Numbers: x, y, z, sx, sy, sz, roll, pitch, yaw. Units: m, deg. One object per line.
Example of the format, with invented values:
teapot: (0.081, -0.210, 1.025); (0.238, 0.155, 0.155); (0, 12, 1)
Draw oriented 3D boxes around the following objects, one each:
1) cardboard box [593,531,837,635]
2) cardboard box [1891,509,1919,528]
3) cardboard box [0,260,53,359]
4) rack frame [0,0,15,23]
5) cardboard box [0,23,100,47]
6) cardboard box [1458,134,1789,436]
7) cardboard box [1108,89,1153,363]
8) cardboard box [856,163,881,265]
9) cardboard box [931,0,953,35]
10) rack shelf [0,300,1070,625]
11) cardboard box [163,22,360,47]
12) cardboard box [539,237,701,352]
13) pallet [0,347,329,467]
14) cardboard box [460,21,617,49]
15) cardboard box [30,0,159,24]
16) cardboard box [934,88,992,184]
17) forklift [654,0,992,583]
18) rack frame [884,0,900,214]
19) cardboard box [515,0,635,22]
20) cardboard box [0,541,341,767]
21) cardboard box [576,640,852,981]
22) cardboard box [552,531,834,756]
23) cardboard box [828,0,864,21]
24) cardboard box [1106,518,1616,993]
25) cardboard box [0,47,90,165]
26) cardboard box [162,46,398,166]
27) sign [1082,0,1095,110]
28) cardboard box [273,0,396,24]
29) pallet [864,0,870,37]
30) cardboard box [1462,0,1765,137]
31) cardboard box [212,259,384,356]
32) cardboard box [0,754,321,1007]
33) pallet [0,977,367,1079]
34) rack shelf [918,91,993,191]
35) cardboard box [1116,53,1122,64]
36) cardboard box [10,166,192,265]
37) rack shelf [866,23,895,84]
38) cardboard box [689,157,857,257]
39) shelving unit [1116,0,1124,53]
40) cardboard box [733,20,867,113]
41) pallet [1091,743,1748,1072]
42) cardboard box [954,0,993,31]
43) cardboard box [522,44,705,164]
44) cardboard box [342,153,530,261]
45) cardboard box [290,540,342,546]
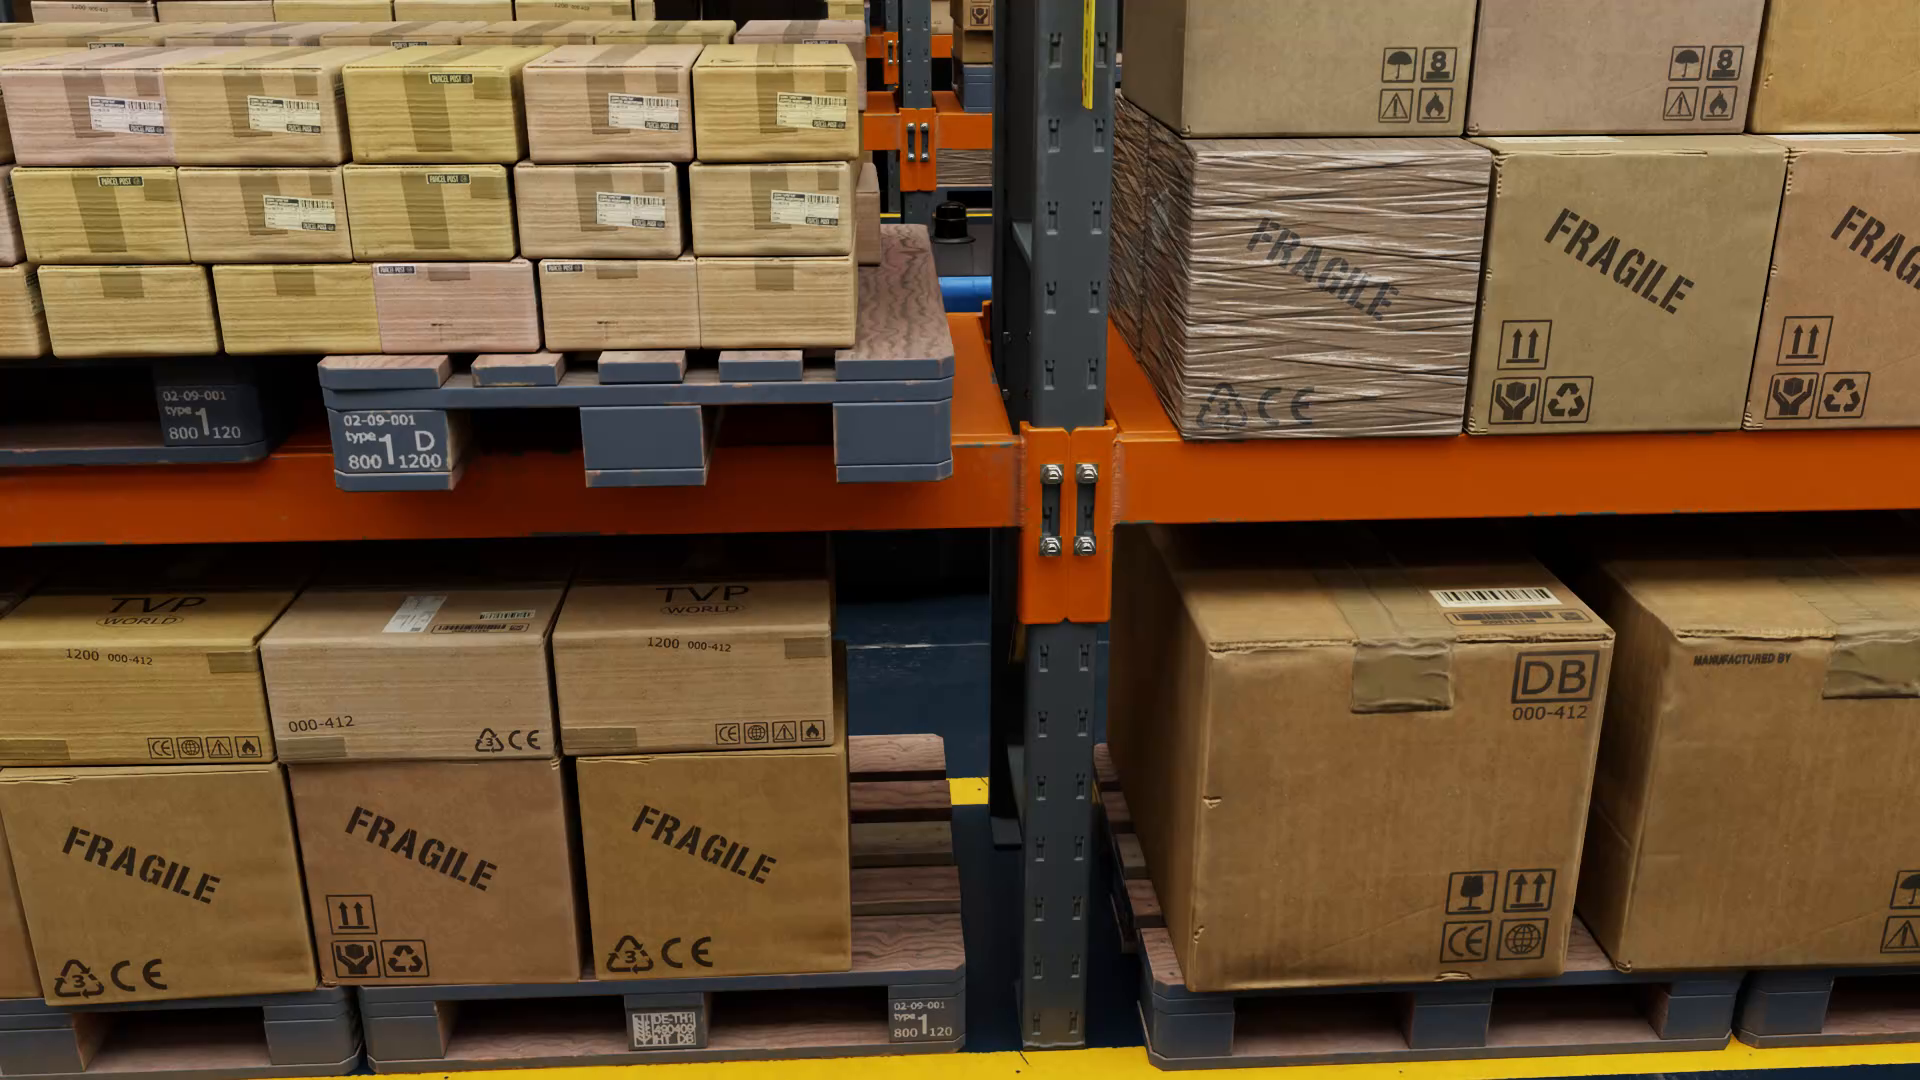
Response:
cardboard box: (-0.539, 0.011, 3.746); (0.500, 0.250, 0.500); (-2, 21, -6)
cardboard box: (2.579, 0.298, 3.694); (0.750, 0.750, 1.050); (-1, 21, -3)
cardboard box: (-1.584, -0.420, 2.772); (0.250, 0.149, 0.380); (-1, 21, -1)
rack frame: (-4.213, -2.214, 7.720); (0.127, 3.000, 1.000); (-1, 21, -3)
cardboard box: (-1.870, -0.924, 3.259); (0.250, 0.149, 0.380); (-1, 21, -4)
cardboard box: (1.135, -0.510, 3.104); (0.500, 0.500, 0.500); (-1, 21, -4)
cardboard box: (0.598, -0.690, 3.577); (0.500, 0.500, 0.500); (-1, 21, -3)
cardboard box: (-0.295, -0.680, 3.455); (0.250, 0.149, 0.380); (-1, 21, -4)
cardboard box: (-0.050, -3.910, 12.387); (0.500, 0.250, 0.500); (-1, 21, -3)
rack shelf: (-1.833, -0.162, 3.342); (4.000, 0.370, 1.077); (-1, 21, -3)
cardboard box: (-1.357, -0.934, 3.285); (0.250, 0.149, 0.380); (0, 21, -1)
cardboard box: (-0.551, -0.440, 2.824); (0.250, 0.149, 0.380); (-1, 21, -3)
pallet: (-1.810, -0.394, 3.211); (1.213, 0.211, 1.003); (-1, 21, -3)
cardboard box: (-0.822, -0.945, 3.315); (0.250, 0.149, 0.380); (-1, 21, -3)
cardboard box: (-3.758, -2.286, 7.418); (0.500, 0.250, 0.500); (-2, 21, -5)
cardboard box: (0.116, -3.153, 12.933); (0.625, 0.625, 0.875); (-1, 21, -1)
forklift: (-1.142, -1.332, 5.500); (3.031, 2.935, 1.130); (-2, 21, -5)
rack frame: (-0.507, -4.058, 12.565); (0.127, 3.000, 1.000); (-1, 21, -3)
cardboard box: (-1.711, -2.329, 7.531); (0.500, 0.250, 0.500); (-2, 21, -4)
cardboard box: (-1.516, 0.209, 3.226); (0.500, 0.250, 0.500); (-1, 21, -2)
cardboard box: (-0.479, 0.539, 3.411); (0.500, 0.500, 0.500); (-1, 21, -3)
cardboard box: (-0.504, 0.190, 3.276); (0.500, 0.250, 0.500); (-2, 21, -4)
cardboard box: (-0.689, -2.359, 7.608); (0.500, 0.250, 0.500); (-1, 21, -3)
cardboard box: (0.777, 0.336, 3.594); (0.750, 0.750, 1.050); (-1, 21, -4)
cardboard box: (-1.591, -0.697, 2.664); (0.250, 0.149, 0.380); (0, 21, 0)
cardboard box: (-1.078, -0.706, 2.688); (0.250, 0.149, 0.380); (-1, 21, -1)
sign: (0.204, -0.850, 2.623); (0.005, 0.325, 0.100); (-1, 21, -3)
cardboard box: (-2.734, -2.308, 7.474); (0.500, 0.250, 0.500); (-1, 21, -2)
pallet: (-1.180, -3.930, 12.497); (1.003, 0.211, 1.213); (-1, 21, -3)
cardboard box: (1.117, -1.069, 3.168); (0.500, 0.500, 0.700); (-1, 21, -4)
cardboard box: (-1.057, -0.431, 2.800); (0.250, 0.149, 0.380); (-1, 21, -4)
cardboard box: (-1.524, 0.565, 3.344); (0.500, 0.500, 0.500); (-2, 21, -5)
pallet: (-1.832, 0.803, 3.714); (1.213, 0.211, 1.003); (-1, 21, -3)
rack shelf: (1.777, -2.000, 8.168); (4.000, 0.370, 1.077); (-1, 21, -3)
cardboard box: (0.675, -2.297, 7.703); (0.250, 0.149, 0.380); (-3, 21, -7)
cardboard box: (-1.331, -0.563, 2.730); (0.250, 0.149, 0.380); (-1, 21, -3)
rack shelf: (-2.504, -3.681, 12.586); (4.000, 0.370, 1.077); (-1, 21, -3)
cardboard box: (-0.304, -0.585, 2.786); (0.250, 0.149, 0.380); (-1, 21, -2)
shelving unit: (0.629, -1.006, 5.812); (0.503, 2.100, 0.431); (-2, 21, -5)
cardboard box: (-0.313, -0.955, 3.340); (0.250, 0.149, 0.380); (-1, 21, -3)
pallet: (0.955, 0.775, 3.788); (1.213, 0.211, 1.003); (-1, 21, -3)
cardboard box: (0.243, -2.604, 7.596); (0.500, 0.500, 0.500); (-2, 21, -5)
cardboard box: (-0.551, -0.719, 2.719); (0.250, 0.149, 0.380); (-1, 21, -4)
cardboard box: (-0.833, -0.573, 2.754); (0.250, 0.149, 0.380); (-1, 21, -2)
cardboard box: (-1.540, 0.027, 3.704); (0.500, 0.250, 0.500); (-1, 21, -3)
